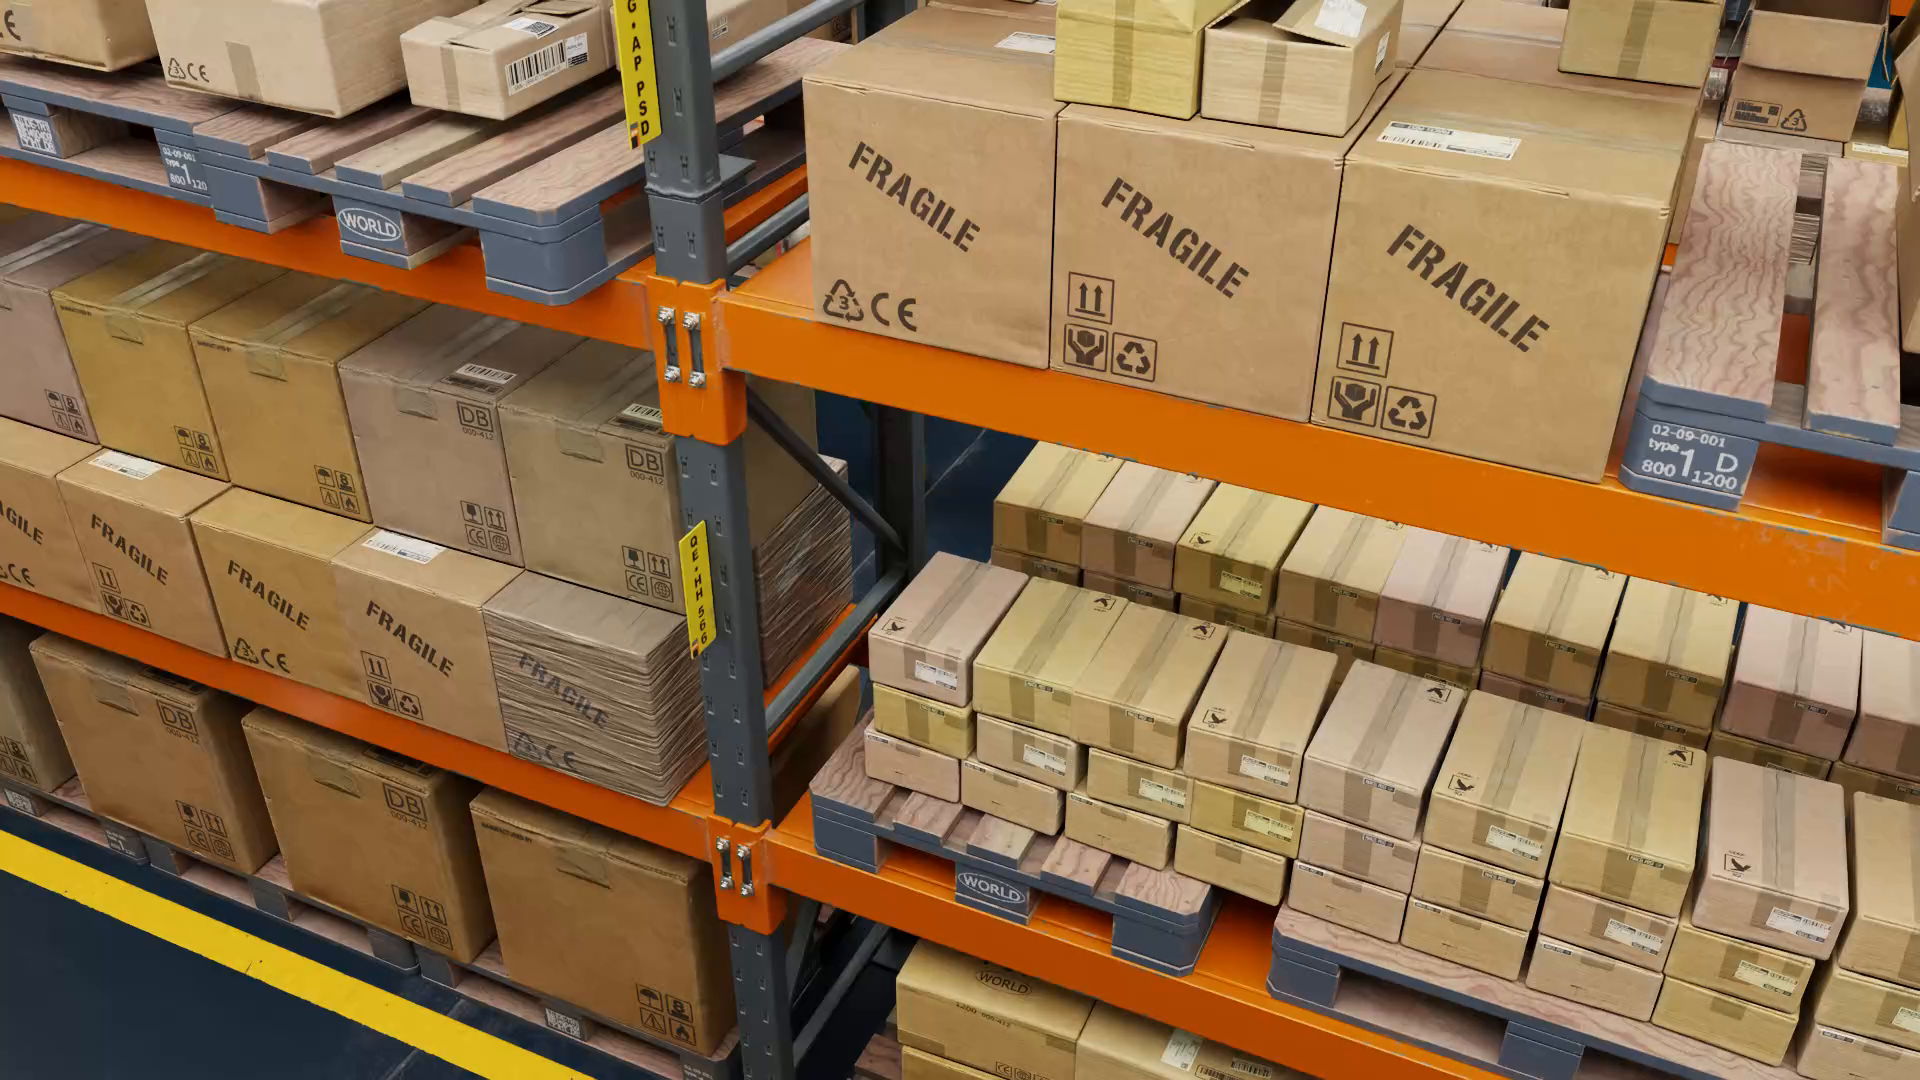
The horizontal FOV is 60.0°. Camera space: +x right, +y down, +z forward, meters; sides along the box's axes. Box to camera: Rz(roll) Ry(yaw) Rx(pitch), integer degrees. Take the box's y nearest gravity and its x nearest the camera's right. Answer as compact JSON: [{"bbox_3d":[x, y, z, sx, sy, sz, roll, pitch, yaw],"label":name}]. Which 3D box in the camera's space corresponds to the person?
[{"bbox_3d":[-0.705,-1.108,7.812,1.089,1.735,0.538,17,37,24],"label":"person"}]
